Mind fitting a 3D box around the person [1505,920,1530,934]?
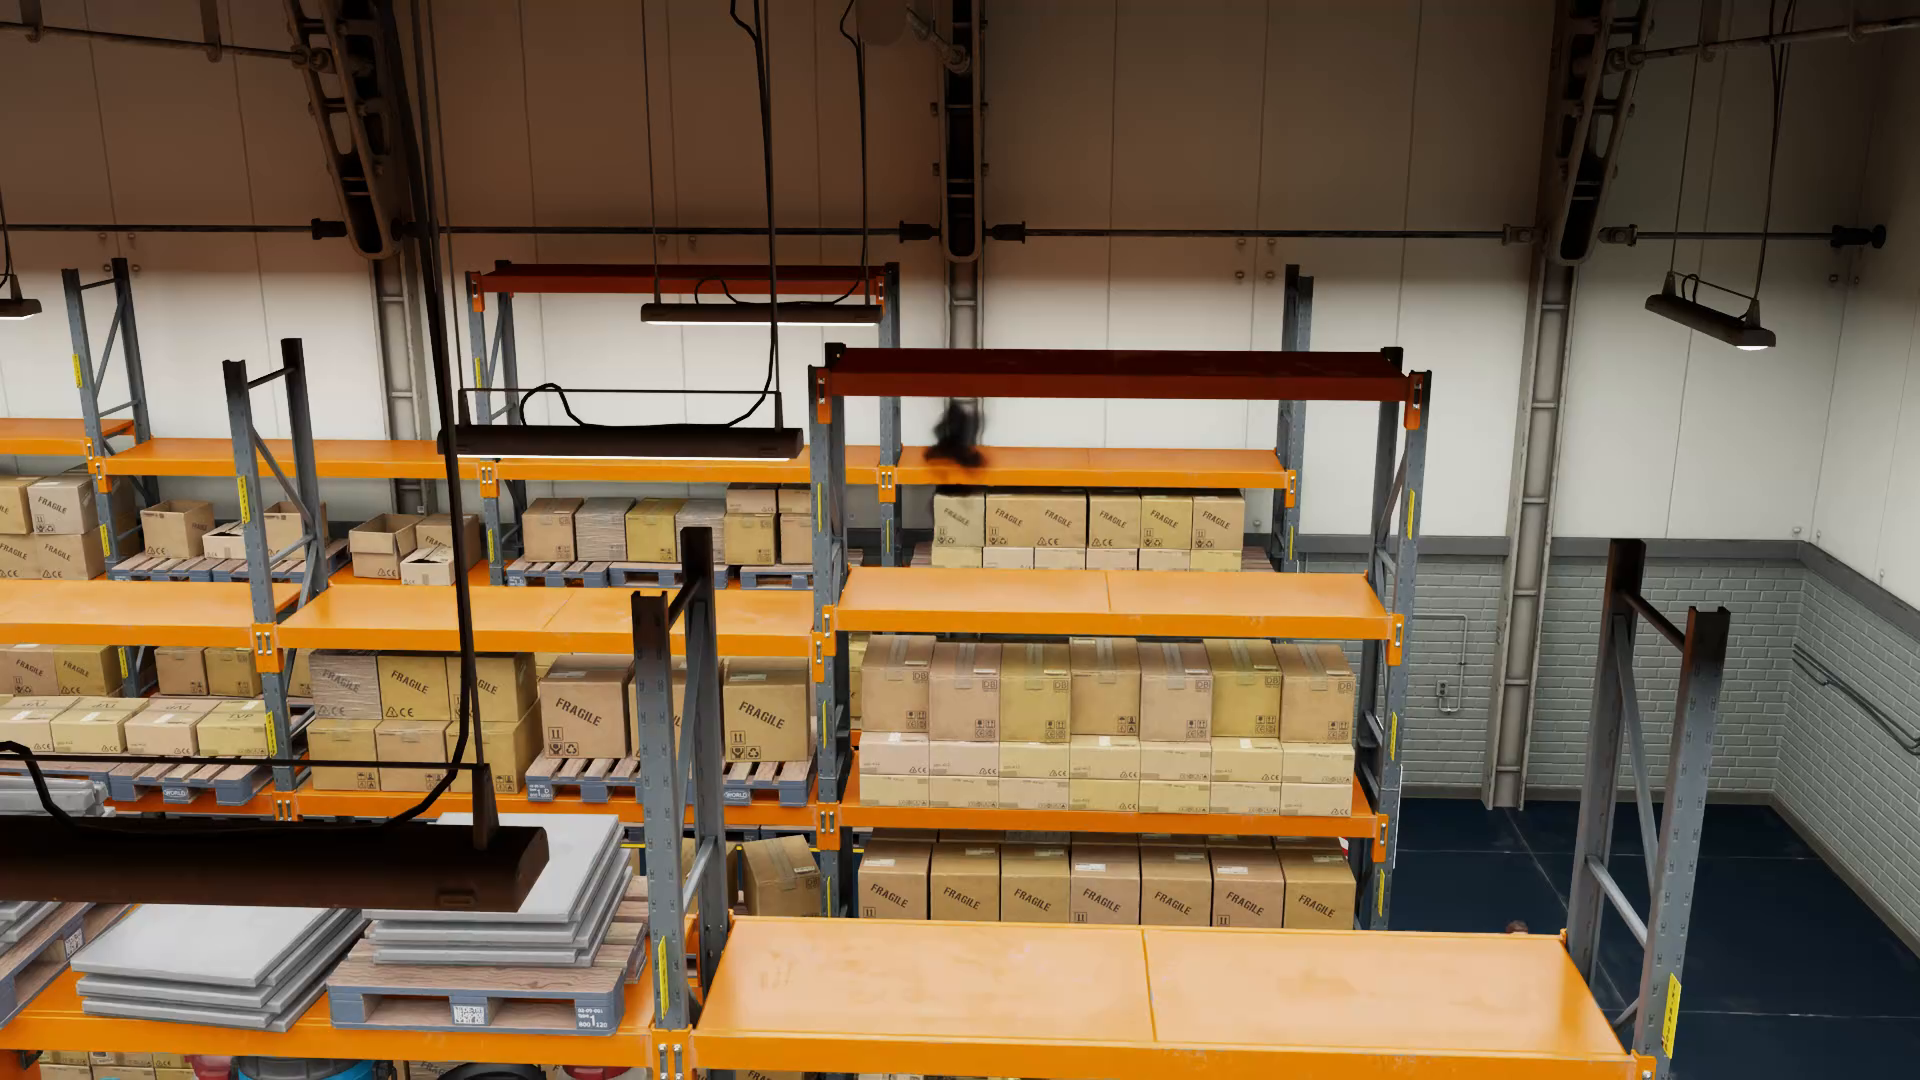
[{"bbox_3d":[4.249,3.702,12.925,0.573,1.694,0.738,0,16,2],"label":"person"}]
